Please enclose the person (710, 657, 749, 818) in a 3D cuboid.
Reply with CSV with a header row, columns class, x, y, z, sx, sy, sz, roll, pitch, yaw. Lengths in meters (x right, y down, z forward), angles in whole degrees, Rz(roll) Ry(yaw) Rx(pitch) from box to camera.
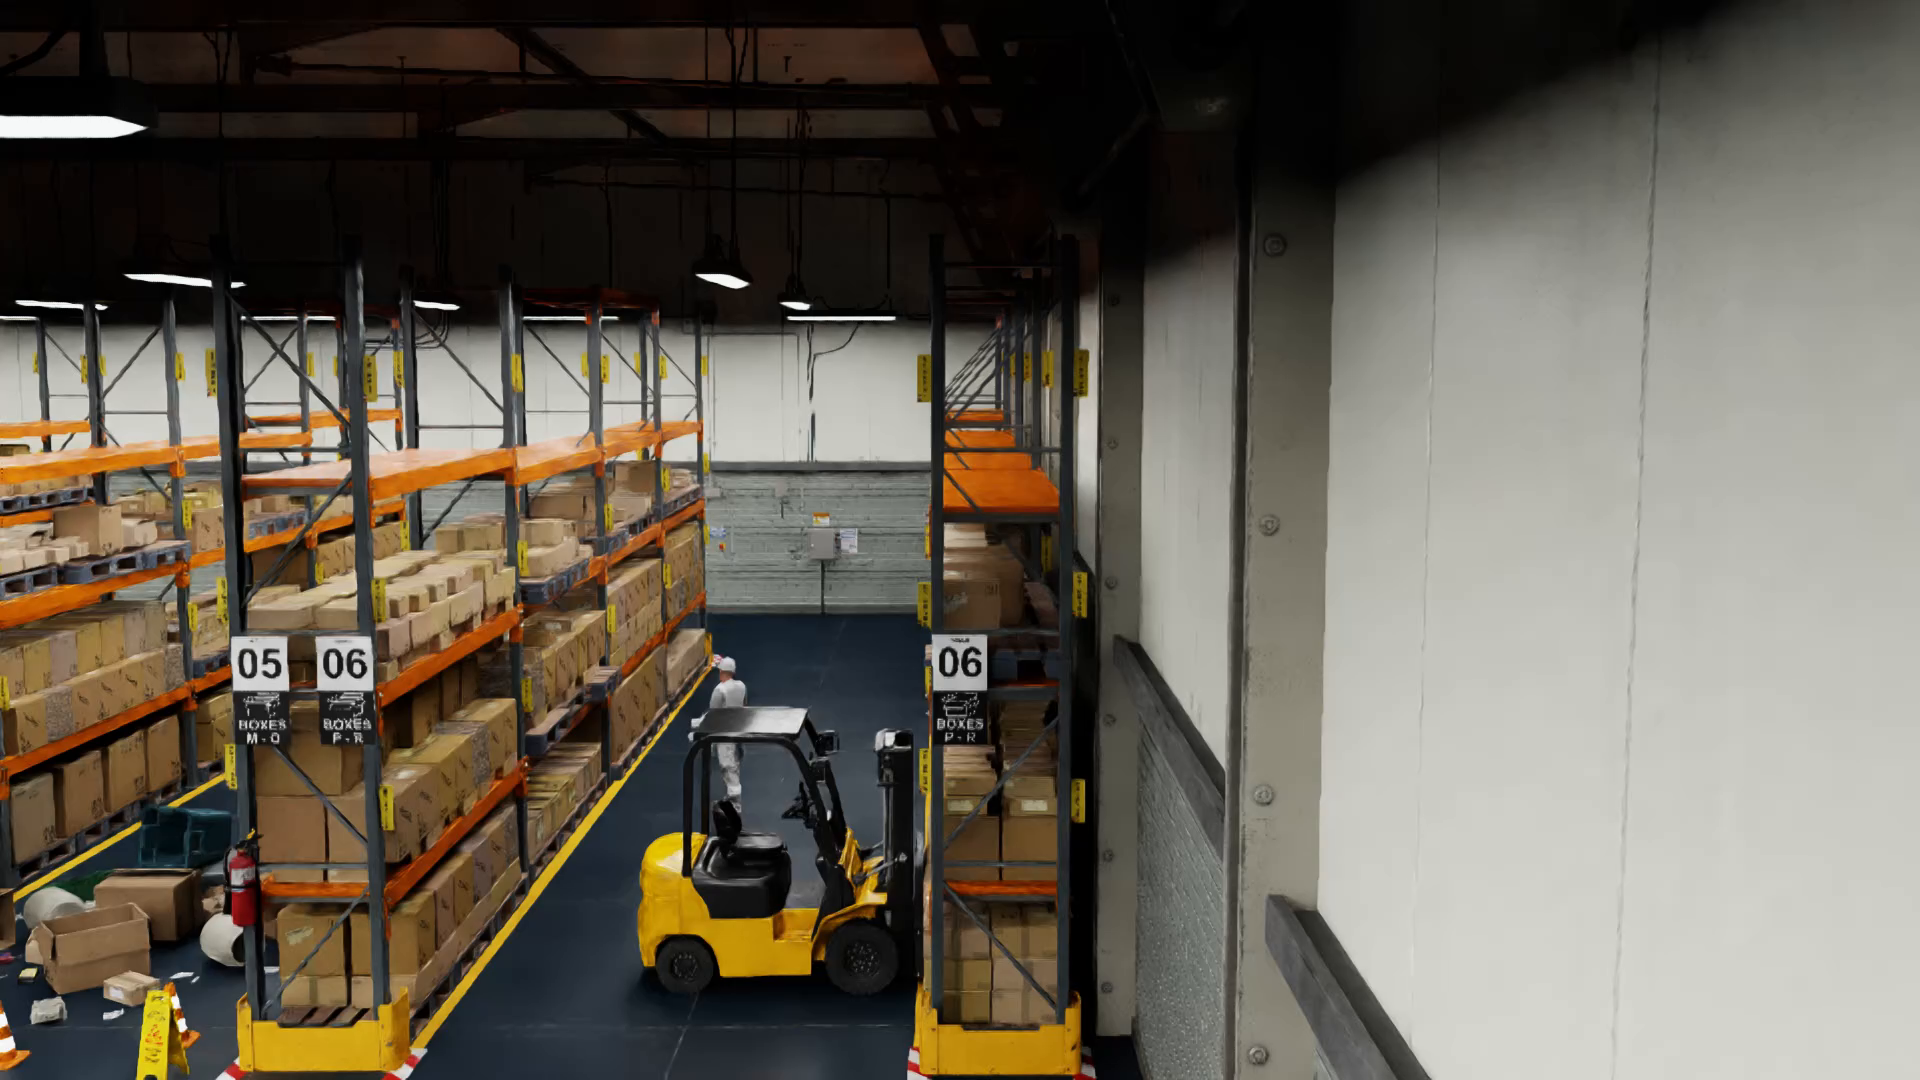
class,x,y,z,sx,sy,sz,roll,pitch,yaw
person,-2.628,2.196,18.748,0.577,1.785,0.655,4,7,29
